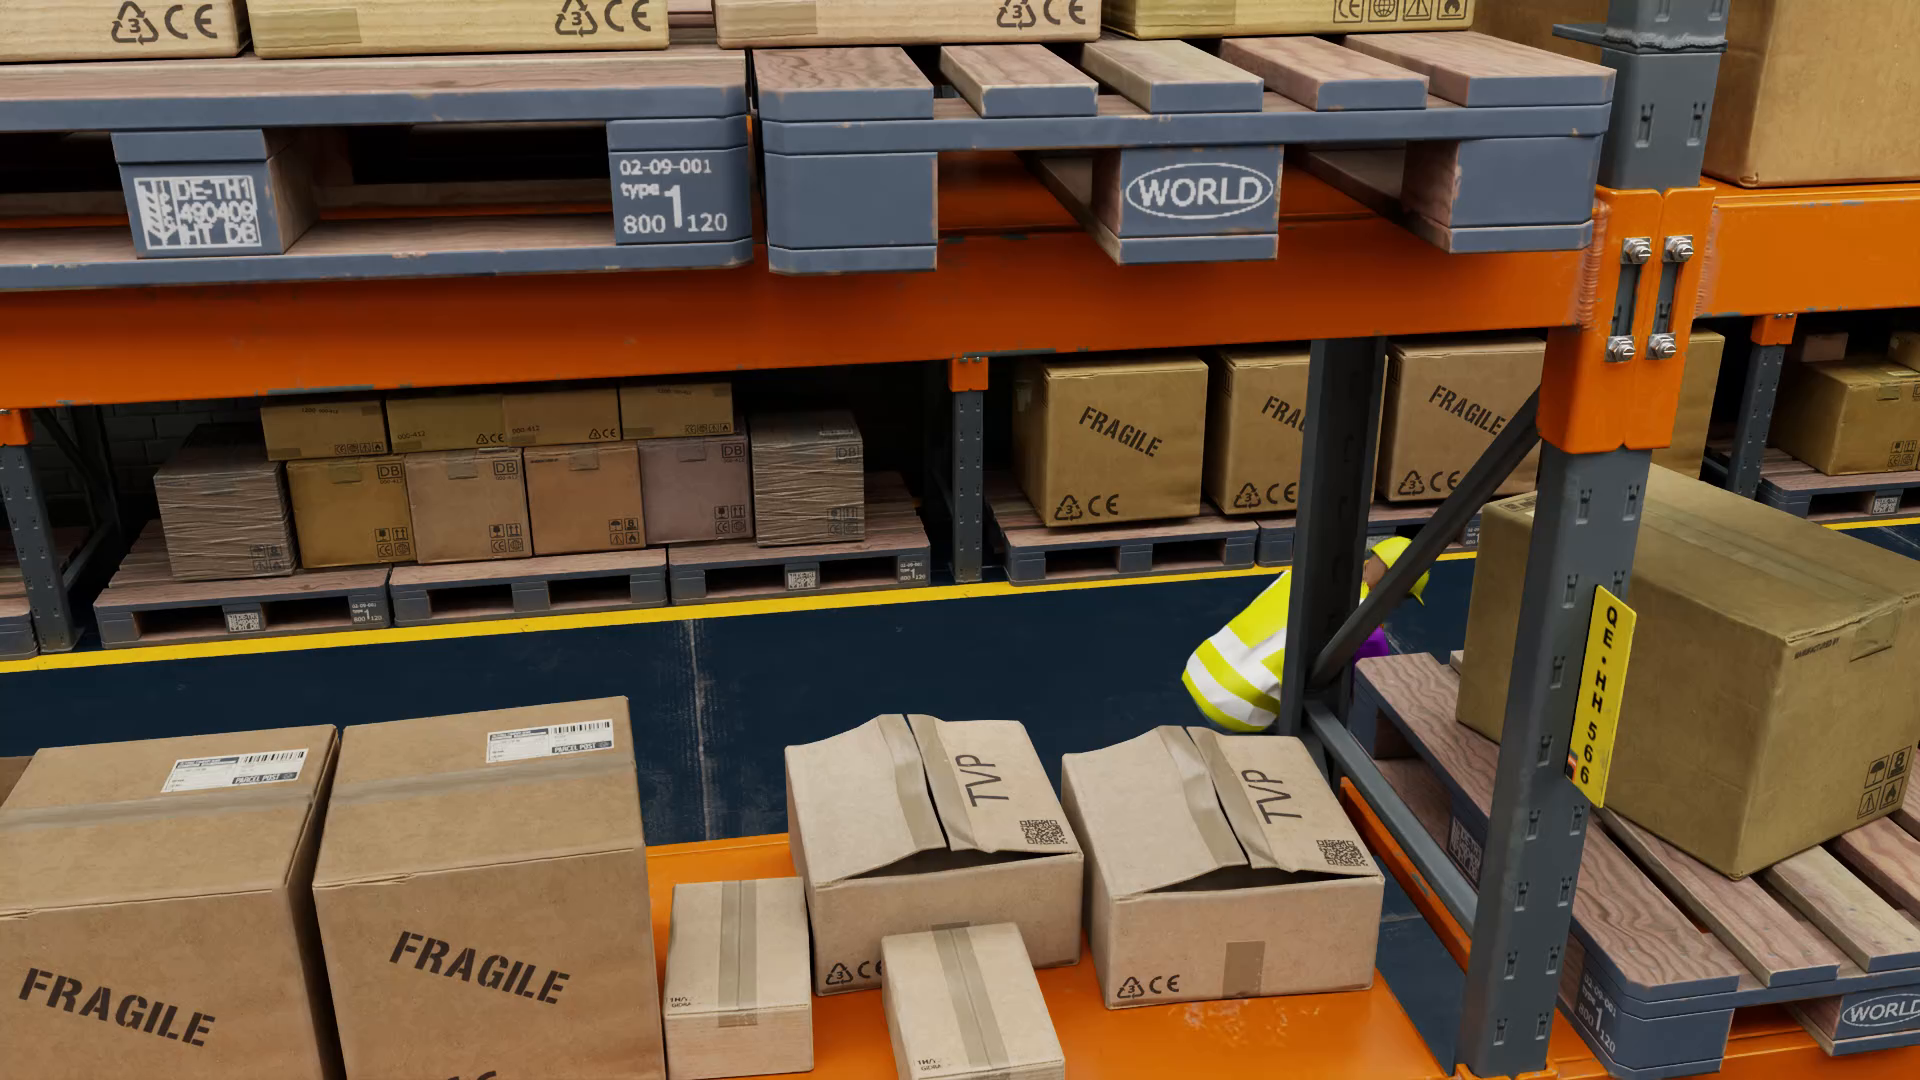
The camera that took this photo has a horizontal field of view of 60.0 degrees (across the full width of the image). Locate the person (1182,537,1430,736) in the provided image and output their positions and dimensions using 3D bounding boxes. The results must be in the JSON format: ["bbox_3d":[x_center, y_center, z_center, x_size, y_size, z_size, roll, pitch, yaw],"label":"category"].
[{"bbox_3d":[1.236,0.492,5.888,0.904,1.011,0.540,-5,24,-11],"label":"person"}]
